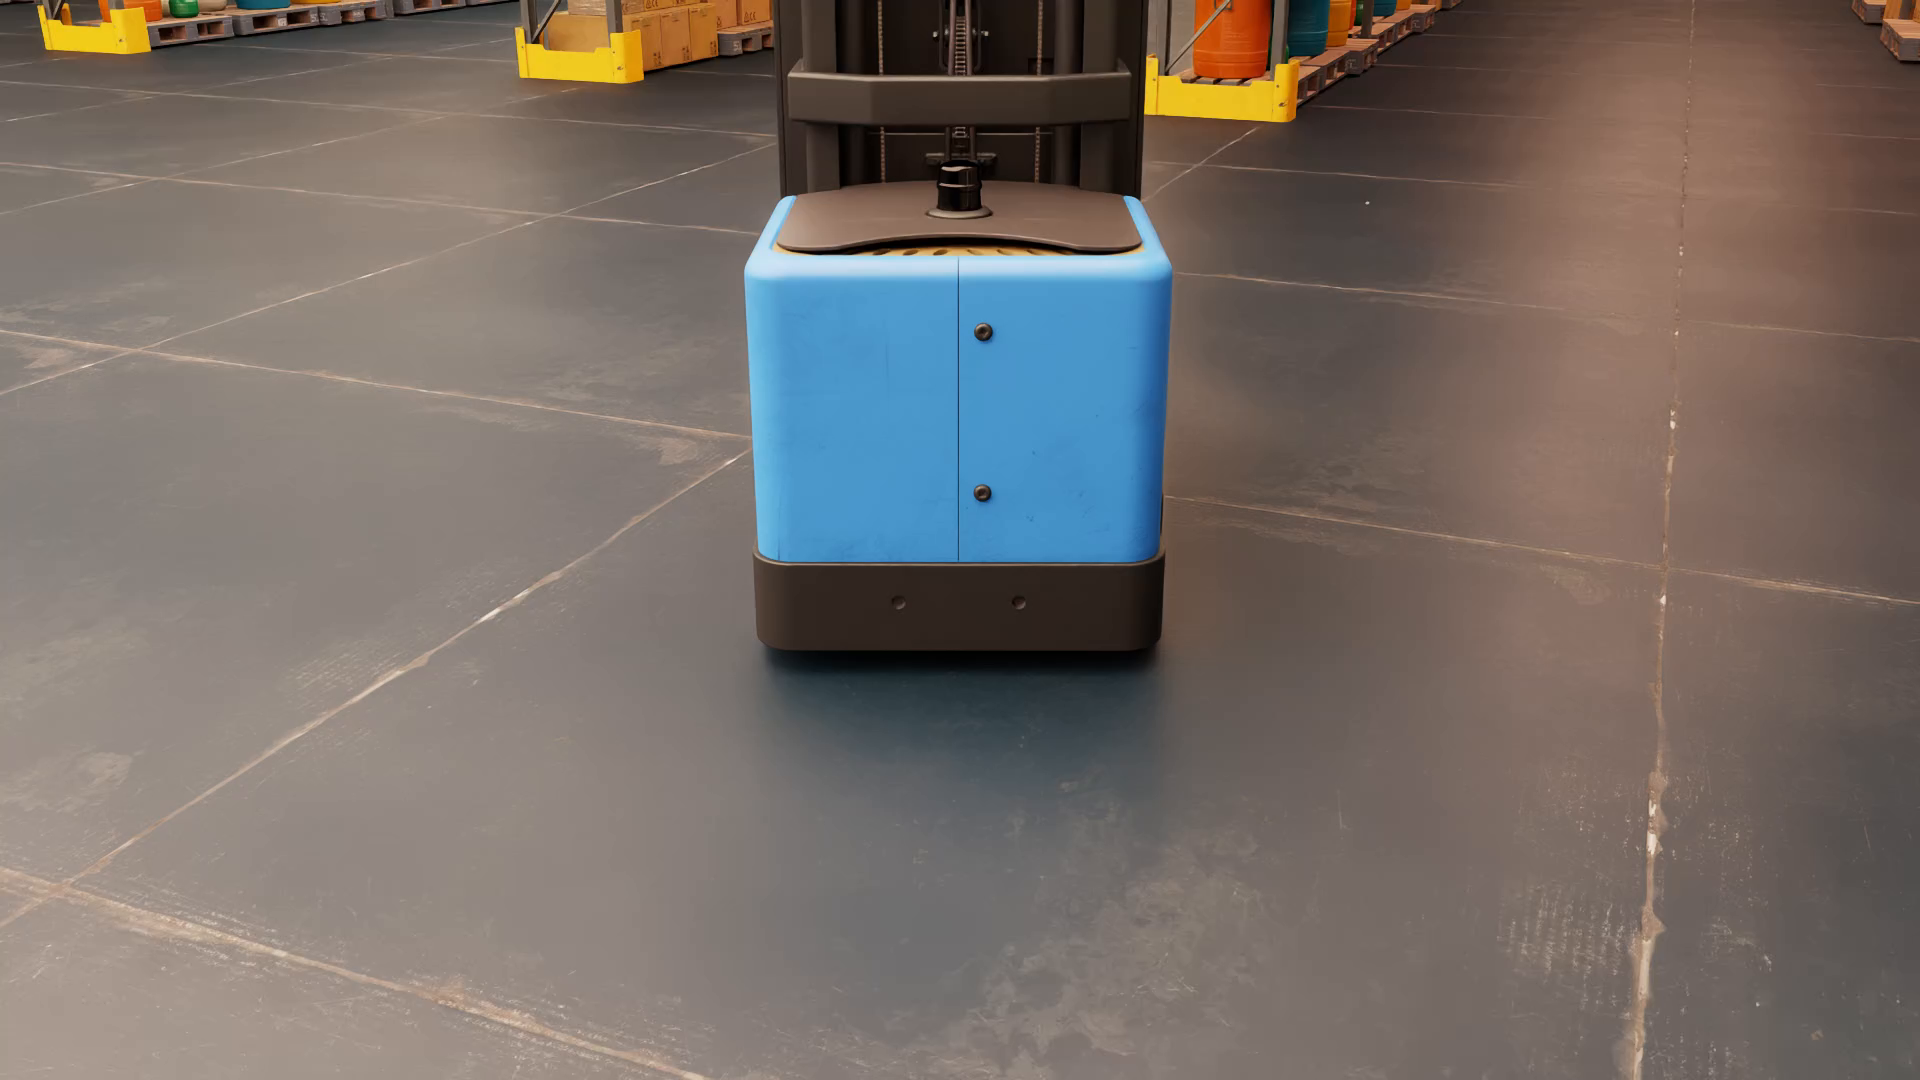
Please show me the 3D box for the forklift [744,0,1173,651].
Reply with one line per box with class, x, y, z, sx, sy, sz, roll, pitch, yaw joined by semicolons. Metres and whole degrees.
forklift;0.002;-1.587;5.089;1.130;2.935;3.031;0;23;0
